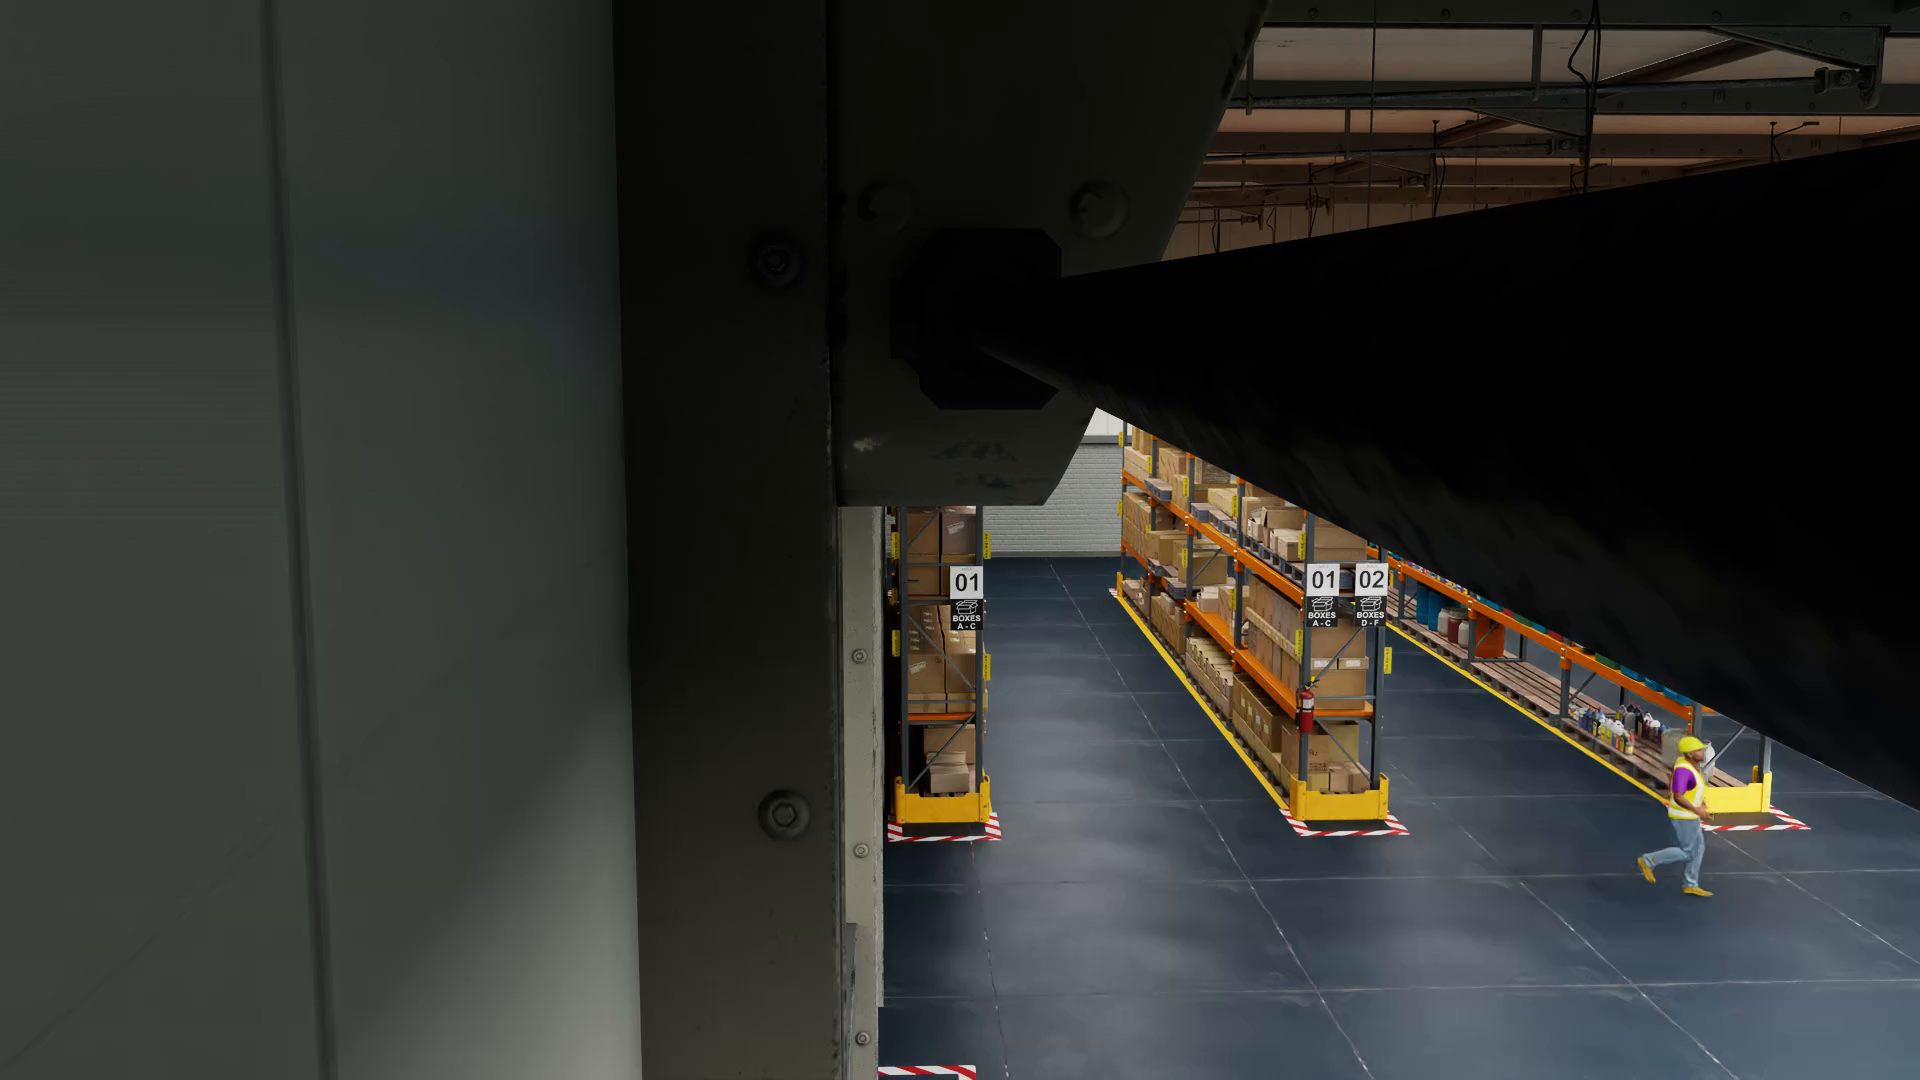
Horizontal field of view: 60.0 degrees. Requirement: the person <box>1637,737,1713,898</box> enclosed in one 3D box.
[{"bbox_3d":[7.779,2.969,17.982,0.772,1.752,0.705,4,9,25],"label":"person"}]
